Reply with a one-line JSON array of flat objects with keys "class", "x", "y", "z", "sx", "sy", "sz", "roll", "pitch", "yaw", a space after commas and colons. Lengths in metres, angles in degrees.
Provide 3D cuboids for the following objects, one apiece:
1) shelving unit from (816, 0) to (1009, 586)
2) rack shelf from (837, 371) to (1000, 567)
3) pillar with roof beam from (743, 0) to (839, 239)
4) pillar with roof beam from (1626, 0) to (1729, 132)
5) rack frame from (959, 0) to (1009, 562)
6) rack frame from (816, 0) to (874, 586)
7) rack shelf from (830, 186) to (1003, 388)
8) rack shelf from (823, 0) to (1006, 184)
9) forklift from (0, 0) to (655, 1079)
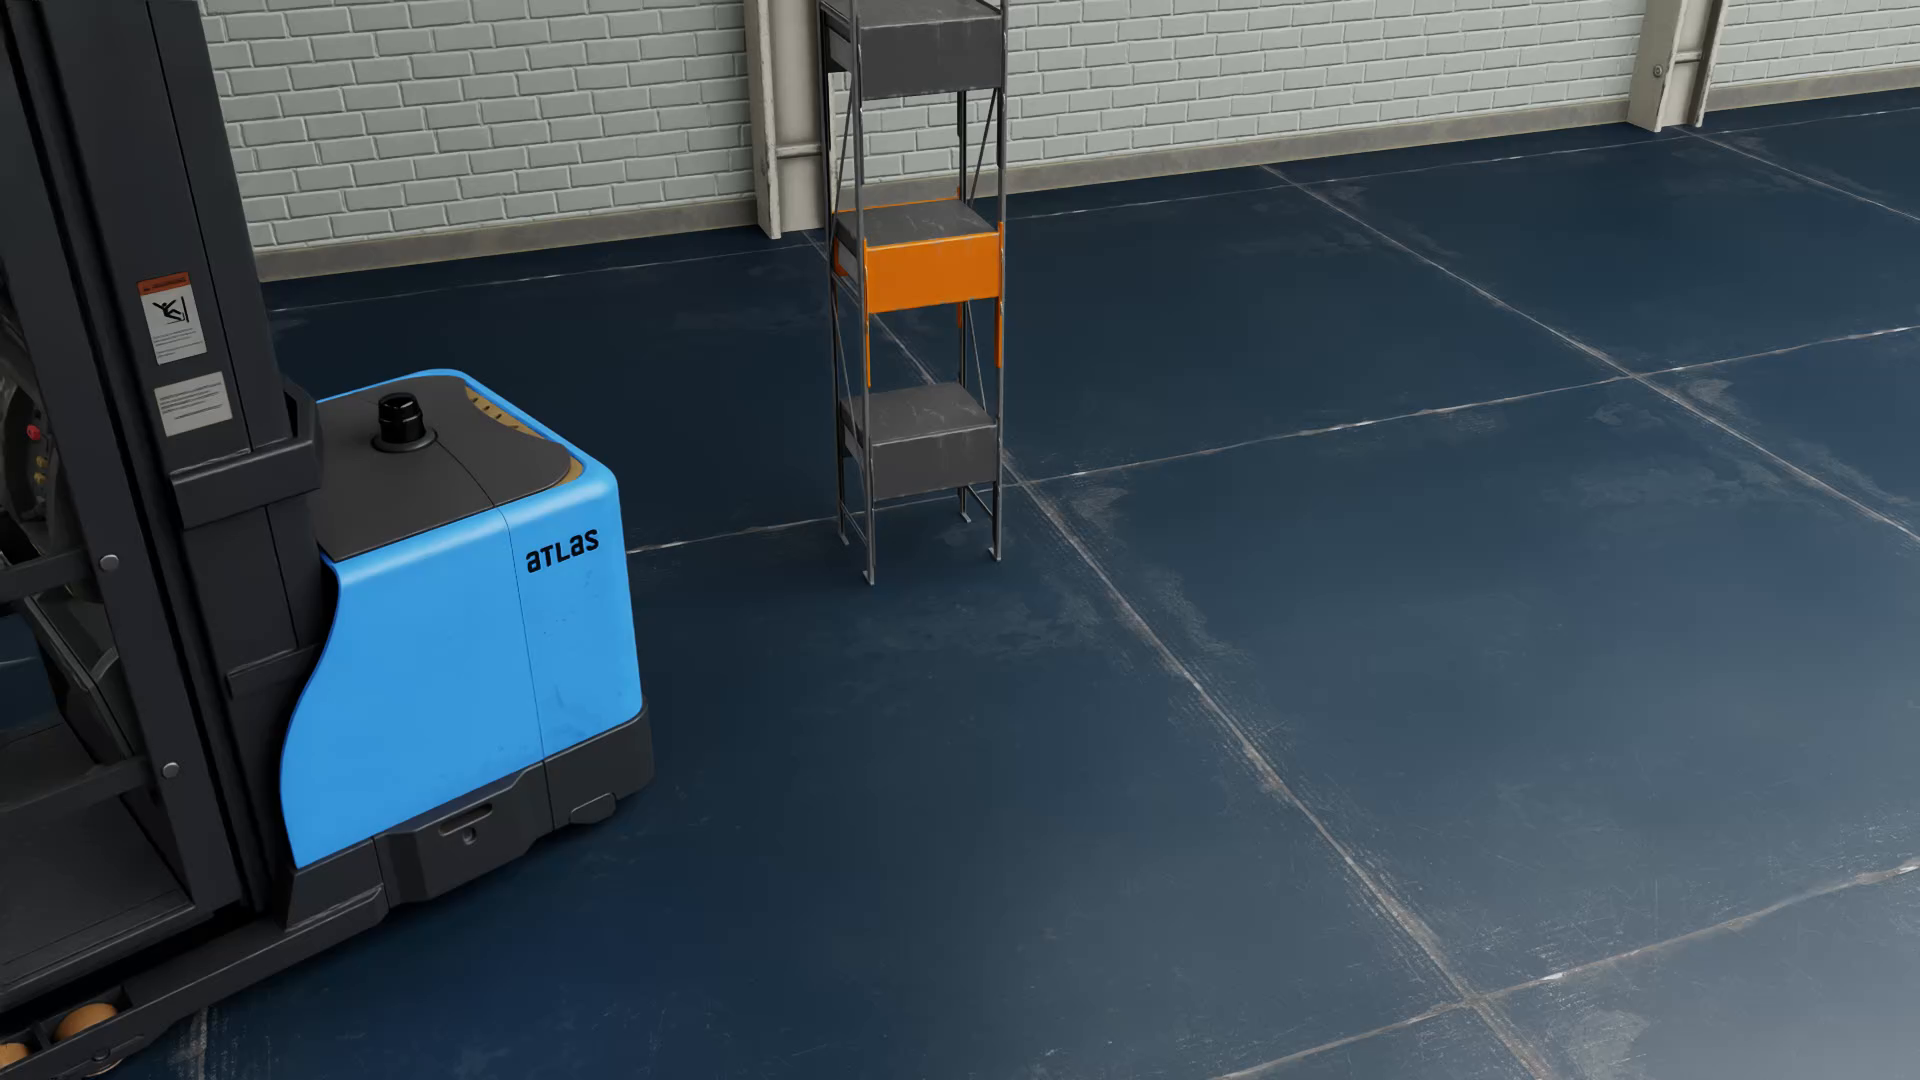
[{"class": "shelving unit", "x": -0.155, "y": -0.884, "z": 5.680, "sx": 0.503, "sy": 2.100, "sz": 0.431, "roll": -10, "pitch": 31, "yaw": -18}, {"class": "rack shelf", "x": -0.155, "y": -0.264, "z": 6.033, "sx": 0.480, "sy": 0.518, "sz": 0.431, "roll": -10, "pitch": 31, "yaw": -18}, {"class": "pillar with roof beam", "x": 0.592, "y": -3.675, "z": 3.611, "sx": 0.400, "sy": 9.000, "sz": 9.100, "roll": -10, "pitch": 31, "yaw": -18}, {"class": "pillar with roof beam", "x": 6.215, "y": -4.711, "z": 5.428, "sx": 0.400, "sy": 9.000, "sz": 9.100, "roll": -10, "pitch": 31, "yaw": -18}, {"class": "rack frame", "x": 0.074, "y": -0.926, "z": 5.754, "sx": 0.015, "sy": 2.100, "sz": 0.400, "roll": -10, "pitch": 31, "yaw": -18}, {"class": "rack frame", "x": -0.384, "y": -0.842, "z": 5.606, "sx": 0.015, "sy": 2.100, "sz": 0.400, "roll": -10, "pitch": 31, "yaw": -18}, {"class": "rack shelf", "x": -0.155, "y": -0.872, "z": 5.687, "sx": 0.480, "sy": 0.518, "sz": 0.431, "roll": -10, "pitch": 31, "yaw": -18}, {"class": "rack shelf", "x": -0.155, "y": -1.480, "z": 5.340, "sx": 0.480, "sy": 0.518, "sz": 0.431, "roll": -10, "pitch": 31, "yaw": -18}, {"class": "forklift", "x": -2.340, "y": -0.219, "z": 3.674, "sx": 3.031, "sy": 2.935, "sz": 1.130, "roll": -23, "pitch": 37, "yaw": -35}]
